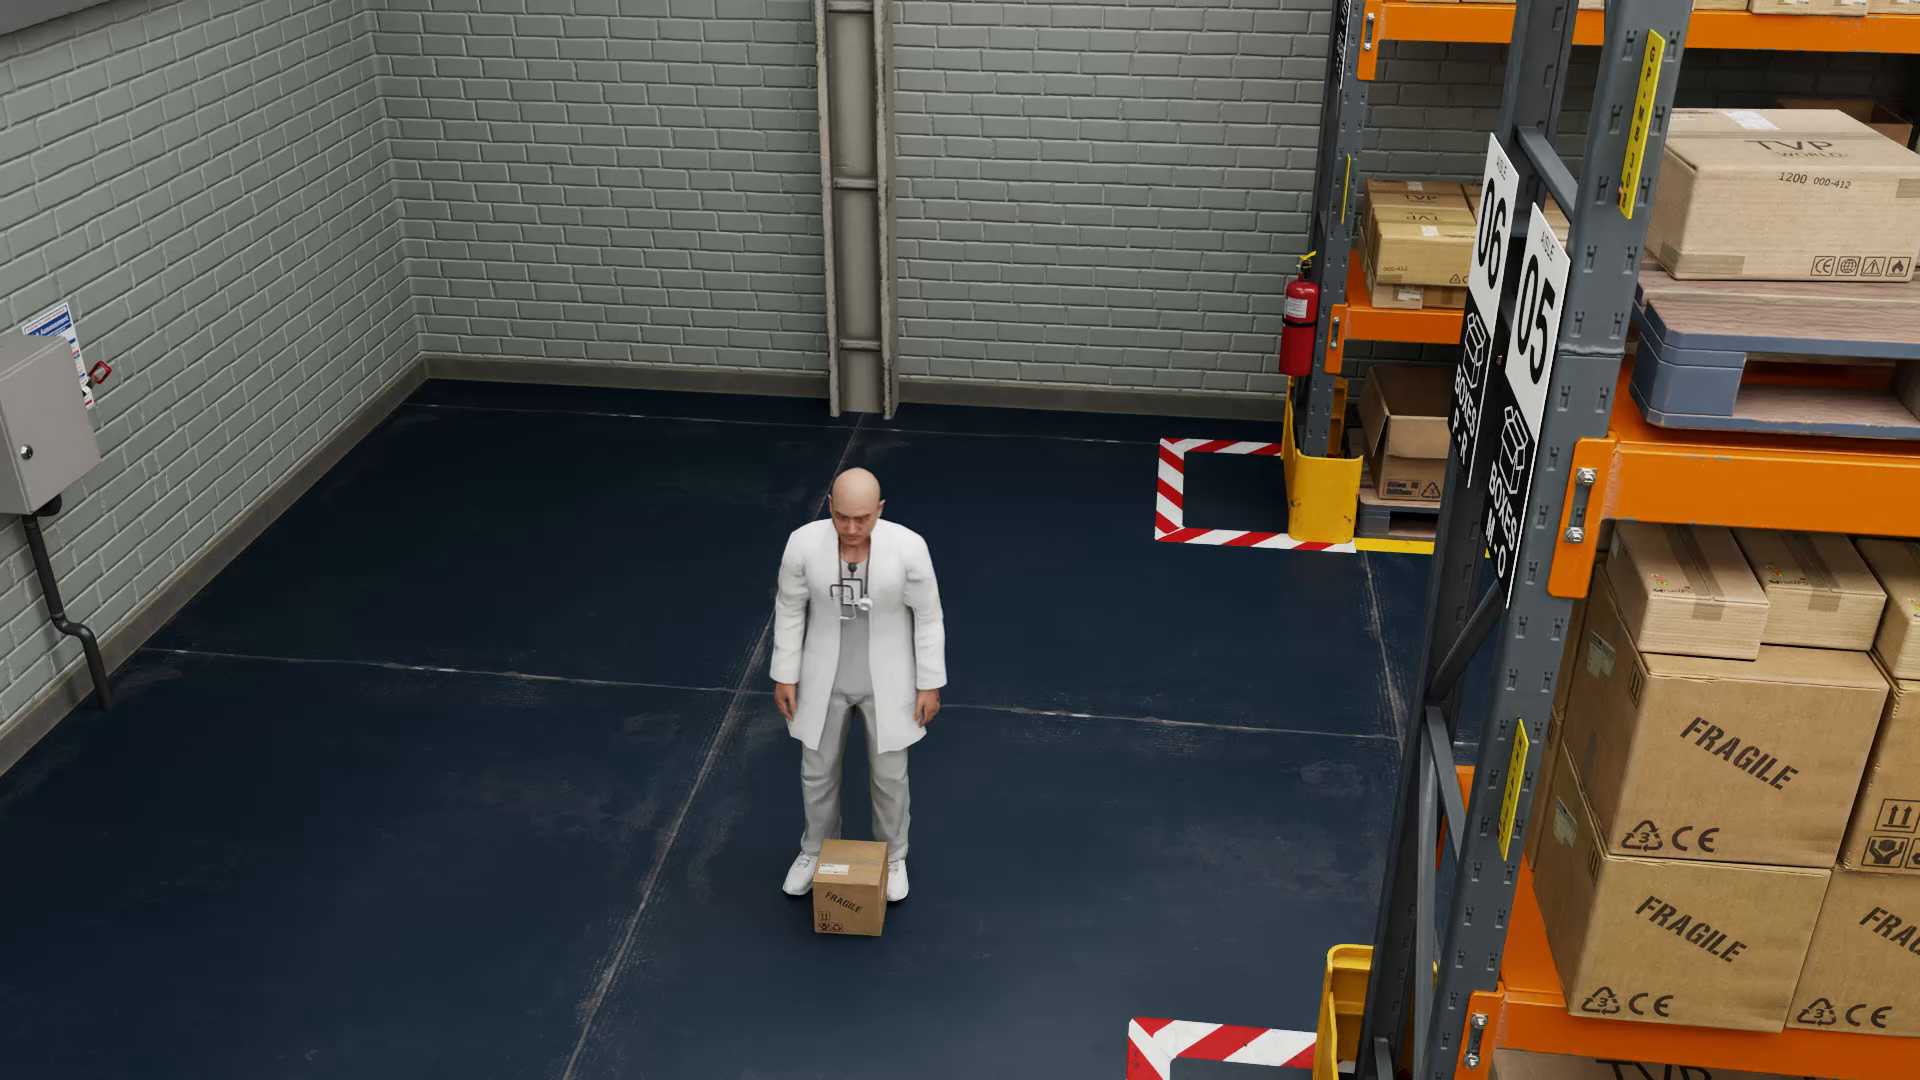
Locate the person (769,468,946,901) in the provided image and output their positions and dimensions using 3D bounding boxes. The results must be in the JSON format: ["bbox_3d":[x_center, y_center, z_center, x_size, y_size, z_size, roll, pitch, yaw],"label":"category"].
[{"bbox_3d":[-0.375,0.524,6.152,0.656,1.774,0.416,3,28,5],"label":"person"}]
